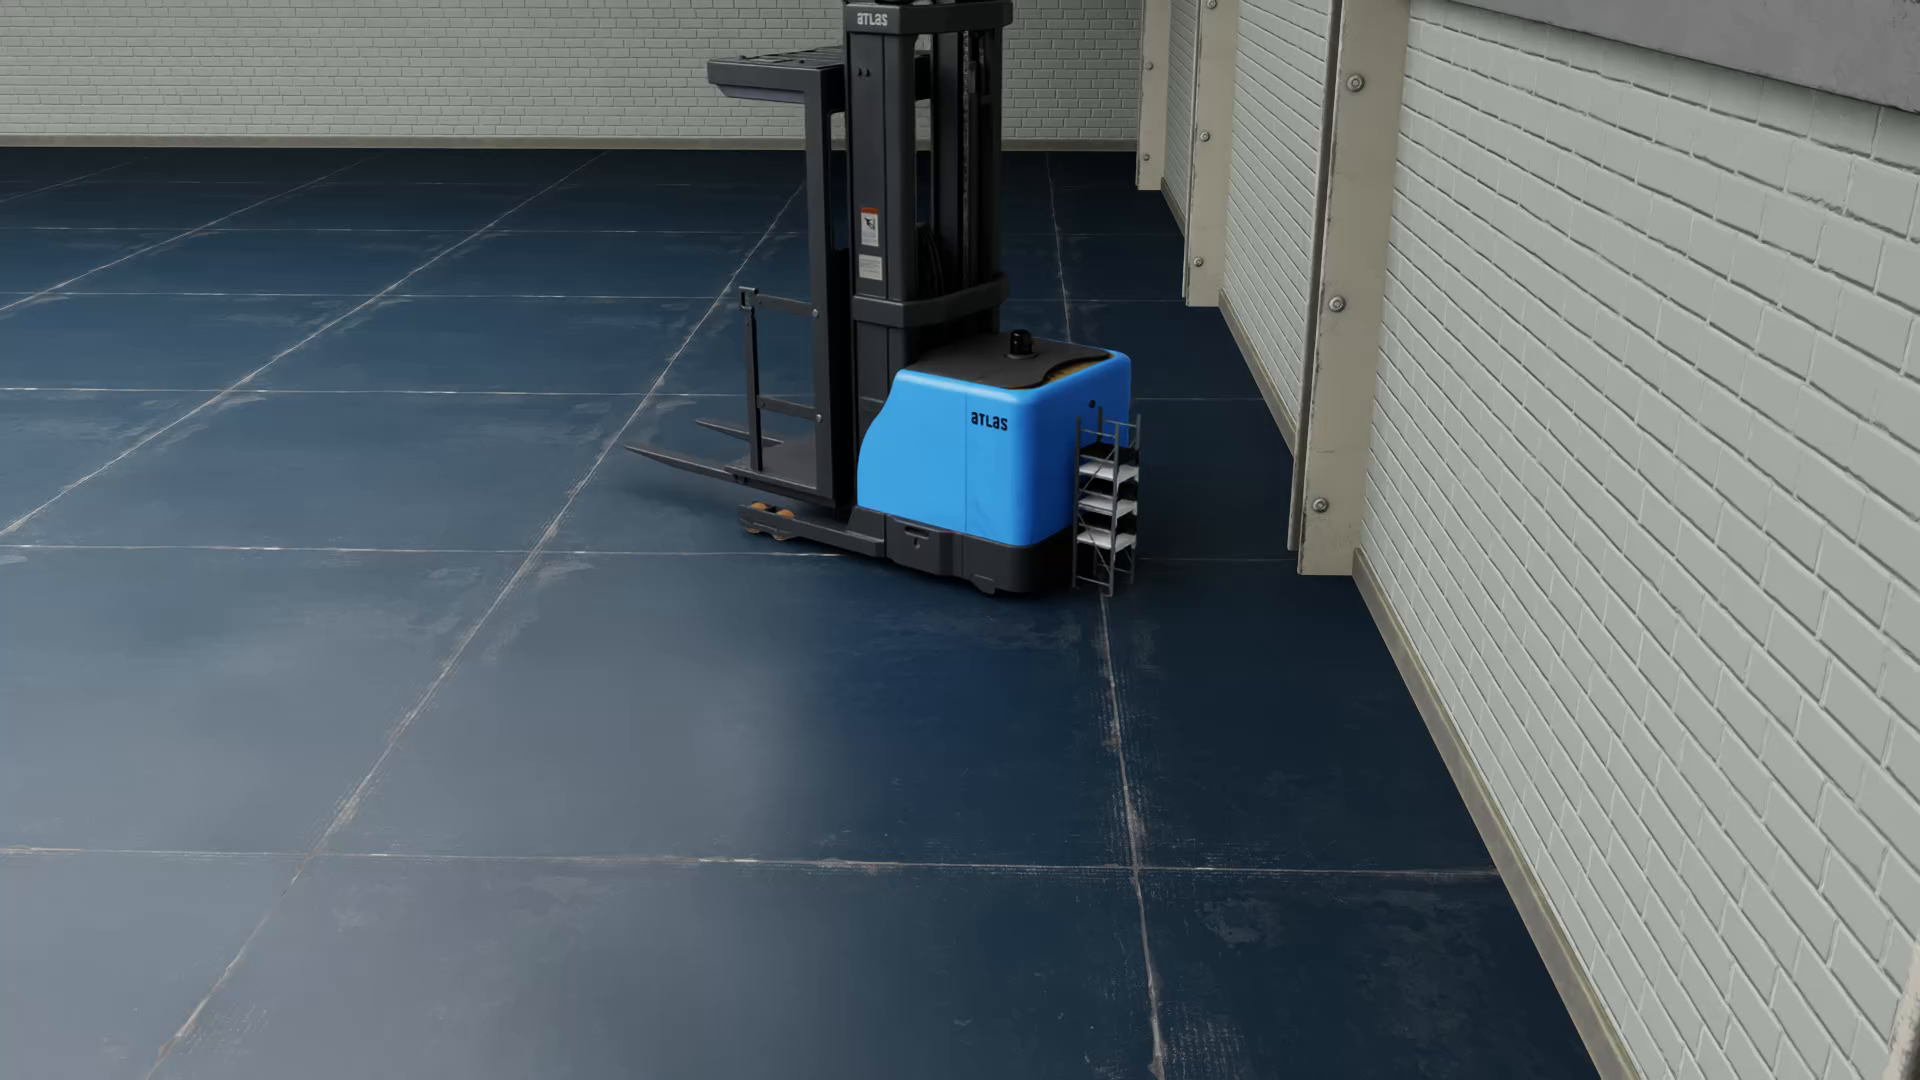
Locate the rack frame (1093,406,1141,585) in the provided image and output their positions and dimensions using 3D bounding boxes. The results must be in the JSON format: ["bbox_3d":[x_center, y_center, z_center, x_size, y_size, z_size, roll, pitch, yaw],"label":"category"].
[{"bbox_3d":[0.785,-0.217,8.344,0.240,0.900,0.006,15,26,33],"label":"rack frame"}]

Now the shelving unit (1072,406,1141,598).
[{"bbox_3d":[0.725,-0.187,8.267,0.258,0.900,0.210,15,26,33],"label":"shelving unit"}]

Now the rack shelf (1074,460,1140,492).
[{"bbox_3d":[0.725,-0.324,8.214,0.258,0.077,0.200,15,26,33],"label":"rack shelf"}]

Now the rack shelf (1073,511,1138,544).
[{"bbox_3d":[0.725,-0.072,8.312,0.258,0.077,0.200,15,26,33],"label":"rack shelf"}]

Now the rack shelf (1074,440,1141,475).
[{"bbox_3d":[0.725,-0.408,8.181,0.258,0.077,0.200,15,26,33],"label":"rack shelf"}]

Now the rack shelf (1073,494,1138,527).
[{"bbox_3d":[0.725,-0.156,8.279,0.258,0.077,0.200,15,26,33],"label":"rack shelf"}]

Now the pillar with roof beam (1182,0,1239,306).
[{"bbox_3d":[-2.214,-6.304,12.835,9.100,9.000,0.400,1,21,2],"label":"pillar with roof beam"}]

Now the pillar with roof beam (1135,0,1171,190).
[{"bbox_3d":[-2.032,-8.473,18.426,9.100,9.000,0.400,1,21,2],"label":"pillar with roof beam"}]

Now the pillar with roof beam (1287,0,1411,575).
[{"bbox_3d":[-2.397,-4.134,7.244,9.100,9.000,0.400,1,21,2],"label":"pillar with roof beam"}]

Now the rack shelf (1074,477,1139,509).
[{"bbox_3d":[0.725,-0.240,8.246,0.258,0.077,0.200,15,26,33],"label":"rack shelf"}]

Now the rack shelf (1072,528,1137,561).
[{"bbox_3d":[0.725,0.012,8.344,0.258,0.077,0.200,15,26,33],"label":"rack shelf"}]

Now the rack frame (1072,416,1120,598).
[{"bbox_3d":[0.665,-0.157,8.190,0.240,0.900,0.006,15,26,33],"label":"rack frame"}]

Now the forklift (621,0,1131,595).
[{"bbox_3d":[-0.596,-1.500,8.843,3.031,2.935,1.130,15,26,33],"label":"forklift"}]
